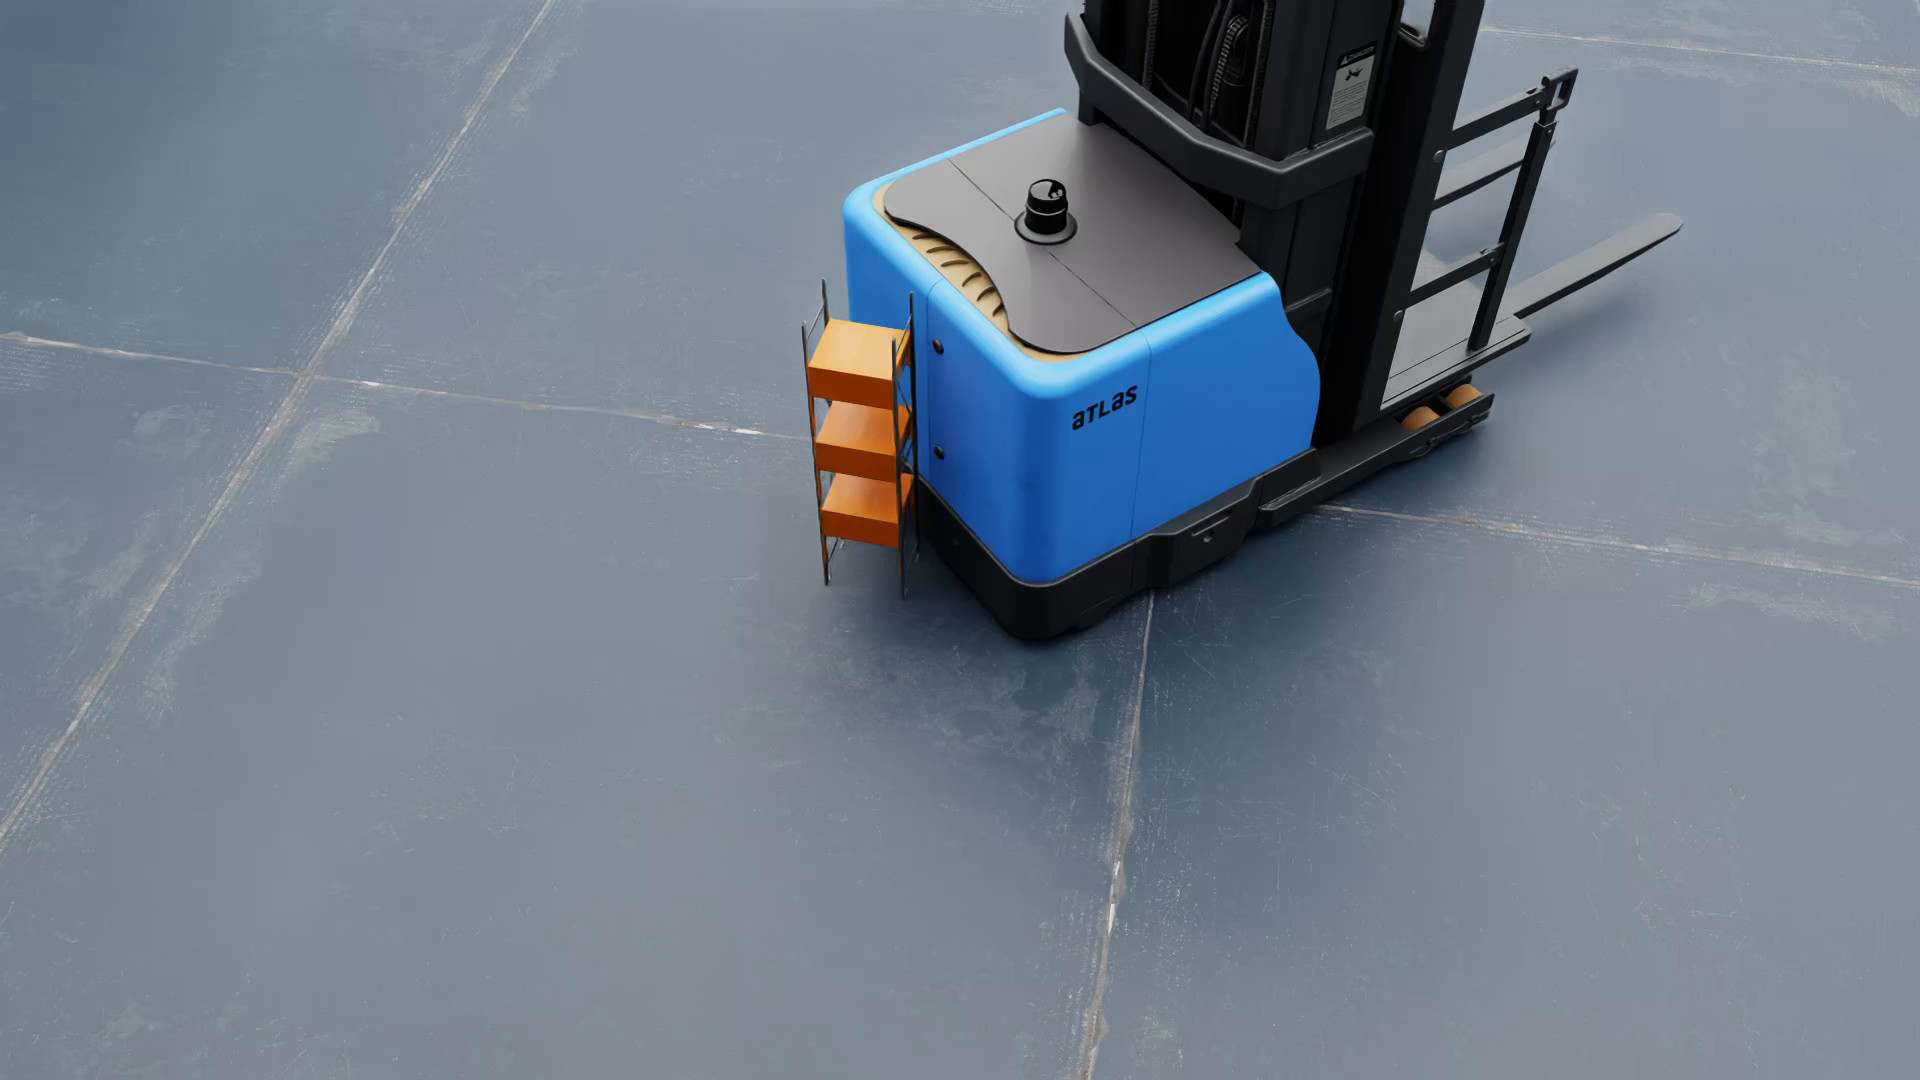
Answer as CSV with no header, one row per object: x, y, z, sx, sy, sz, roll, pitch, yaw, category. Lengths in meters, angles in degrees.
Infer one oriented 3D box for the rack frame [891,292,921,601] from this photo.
-0.151,-0.238,4.758,0.008,1.050,0.200,10,49,9,rack frame

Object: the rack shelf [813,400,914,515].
-0.270,-0.253,4.785,0.240,0.259,0.215,10,49,9,rack shelf

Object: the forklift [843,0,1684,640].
1.162,-1.557,4.678,3.031,2.935,1.130,-26,53,-22,forklift

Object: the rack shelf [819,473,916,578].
-0.270,-0.067,4.992,0.240,0.259,0.215,10,49,9,rack shelf

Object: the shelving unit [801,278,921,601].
-0.270,-0.260,4.777,0.252,1.050,0.215,10,49,9,shelving unit

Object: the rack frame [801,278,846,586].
-0.388,-0.281,4.797,0.008,1.050,0.200,10,49,9,rack frame

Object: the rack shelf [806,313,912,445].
-0.270,-0.442,4.574,0.240,0.259,0.215,10,49,9,rack shelf
